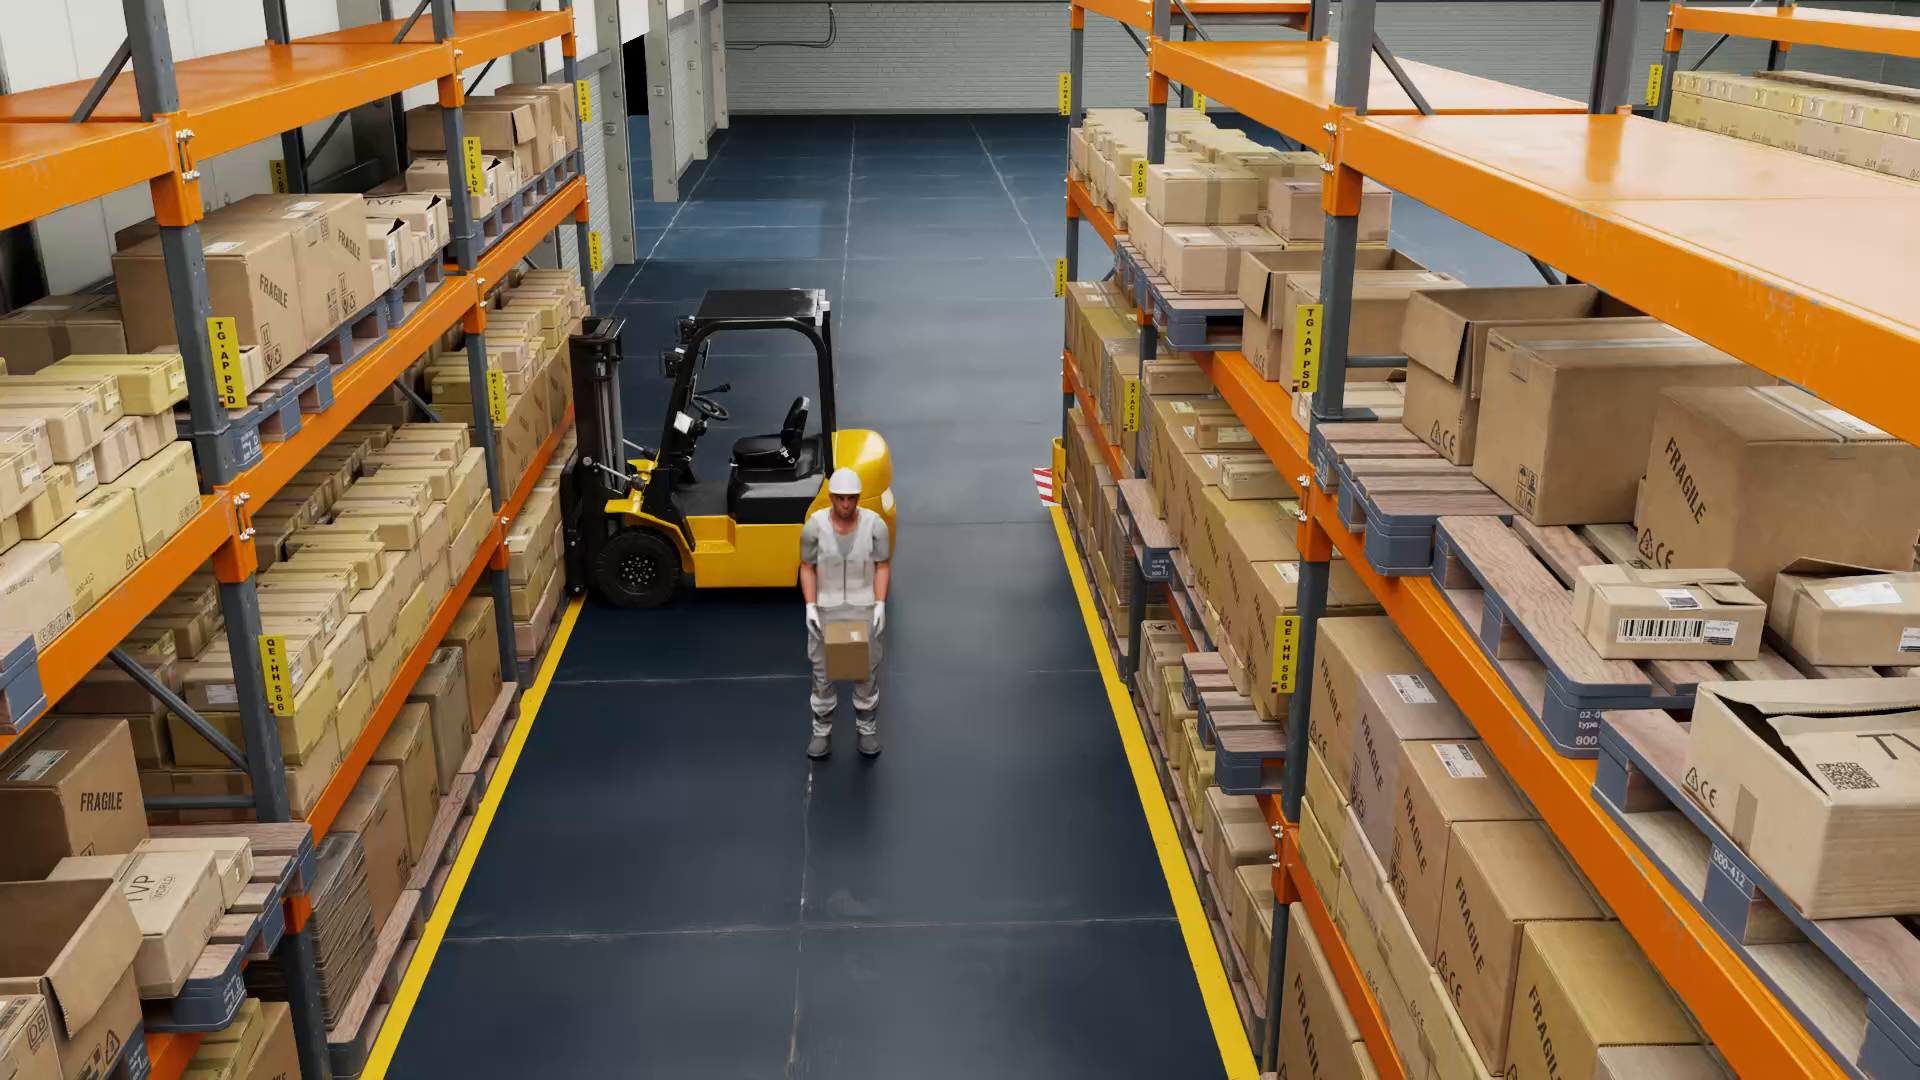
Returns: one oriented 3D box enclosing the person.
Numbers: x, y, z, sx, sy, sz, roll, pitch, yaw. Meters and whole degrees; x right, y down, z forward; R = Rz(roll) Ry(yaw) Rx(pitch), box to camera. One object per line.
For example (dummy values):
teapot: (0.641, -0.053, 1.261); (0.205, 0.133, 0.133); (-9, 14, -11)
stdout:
person: (-0.673, 0.425, 9.883); (0.539, 1.790, 0.437); (-2, 20, -4)
